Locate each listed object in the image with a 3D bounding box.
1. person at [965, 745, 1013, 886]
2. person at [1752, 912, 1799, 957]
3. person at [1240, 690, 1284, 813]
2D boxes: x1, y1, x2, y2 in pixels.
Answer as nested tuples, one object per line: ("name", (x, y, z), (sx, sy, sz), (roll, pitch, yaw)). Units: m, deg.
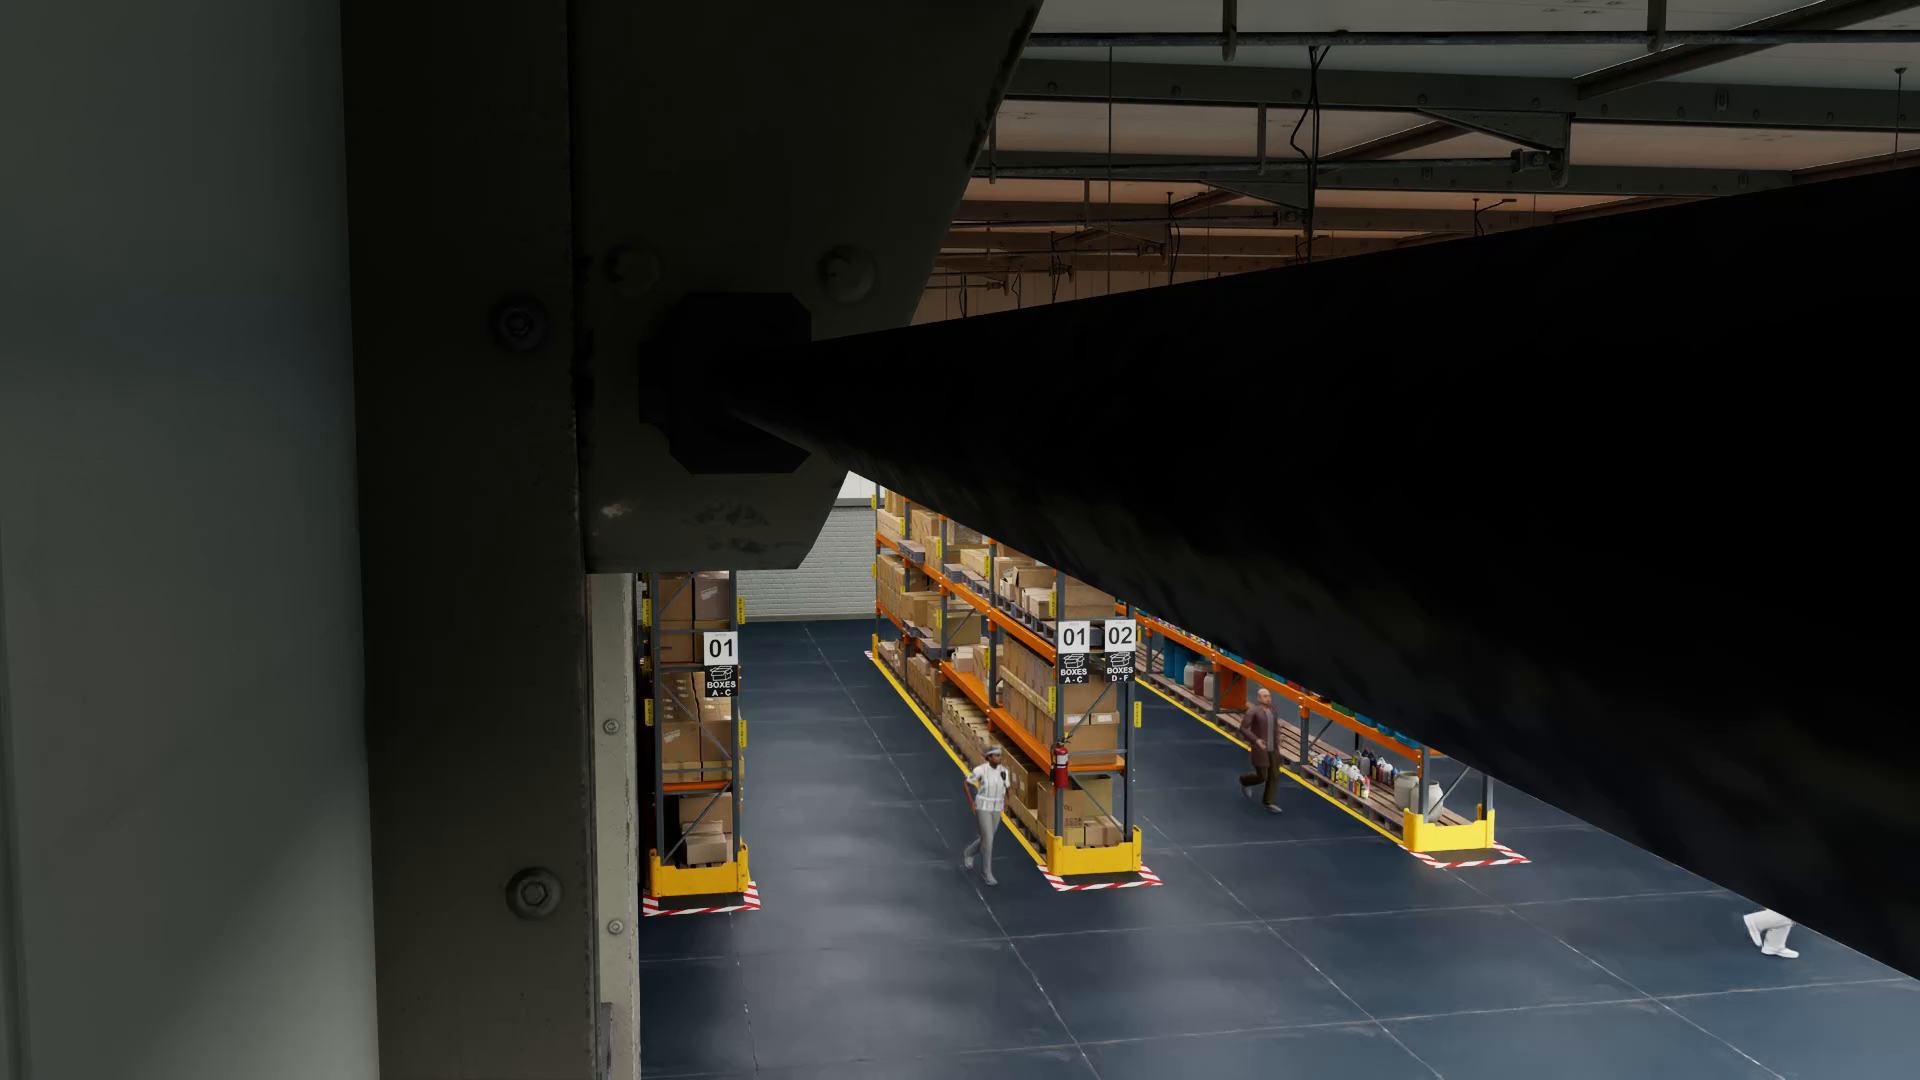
("person", (0.376, 3.389, 20.753), (0.605, 1.687, 0.745), (-4, 7, -31))
("person", (8.873, 3.639, 17.909), (0.635, 1.735, 0.708), (1, 6, 14))
("person", (4.372, 3.012, 23.903), (0.726, 1.738, 0.788), (-3, 7, -29))
